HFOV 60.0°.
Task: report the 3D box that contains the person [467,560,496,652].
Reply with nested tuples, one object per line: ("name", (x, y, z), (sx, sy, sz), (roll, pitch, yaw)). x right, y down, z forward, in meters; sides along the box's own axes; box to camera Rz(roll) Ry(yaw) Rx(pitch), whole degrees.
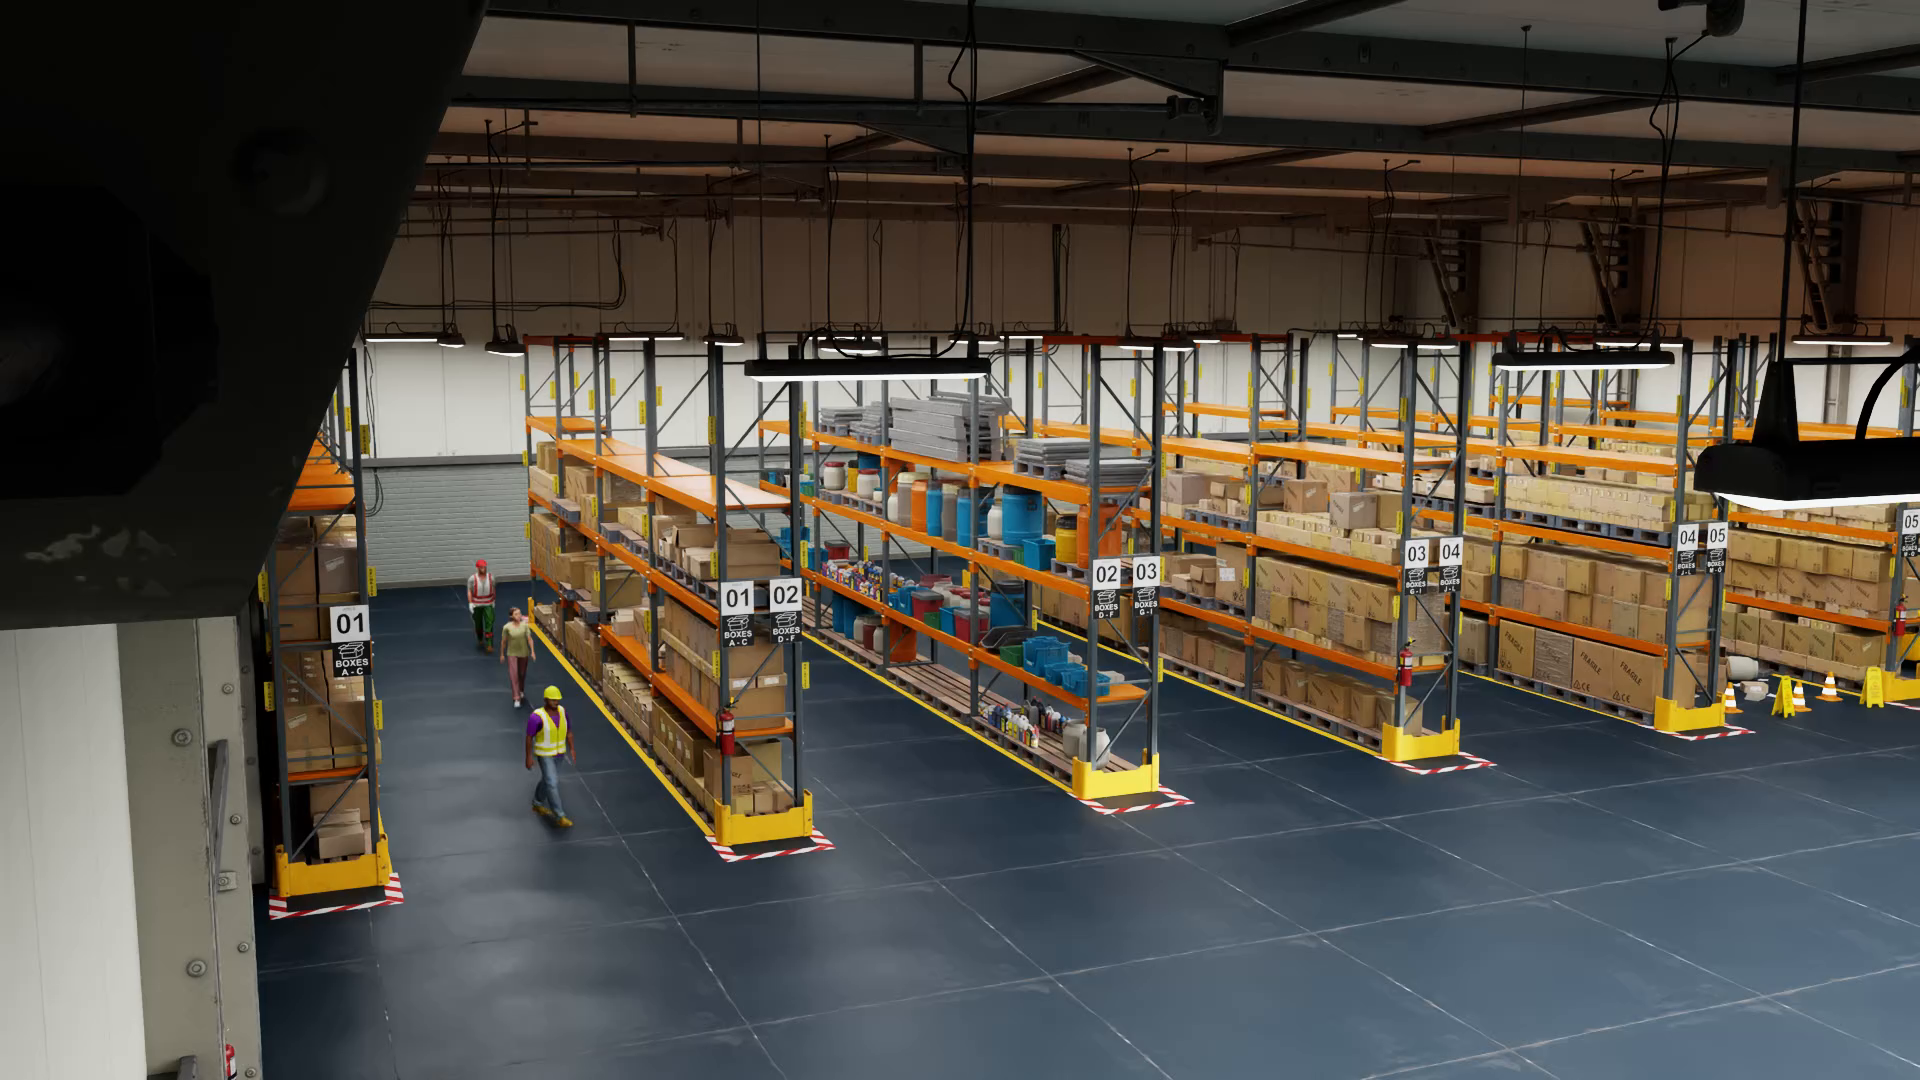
("person", (-9.123, 1.234, 31.751), (0.537, 1.725, 1.067), (-3, 8, -19))

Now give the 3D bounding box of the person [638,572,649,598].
("person", (-6.808, 0.778, 35.534), (0.411, 1.682, 0.498), (2, 8, 15))

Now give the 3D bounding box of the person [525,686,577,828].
("person", (-5.102, 2.681, 20.908), (1.033, 1.705, 0.591), (5, 9, 34))

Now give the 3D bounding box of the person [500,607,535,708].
("person", (-7.265, 1.892, 27.317), (0.546, 1.603, 1.064), (-3, 8, -20))

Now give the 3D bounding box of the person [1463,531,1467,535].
("person", (10.882, 0.656, 36.081), (0.403, 1.802, 0.593), (7, 10, 42))
